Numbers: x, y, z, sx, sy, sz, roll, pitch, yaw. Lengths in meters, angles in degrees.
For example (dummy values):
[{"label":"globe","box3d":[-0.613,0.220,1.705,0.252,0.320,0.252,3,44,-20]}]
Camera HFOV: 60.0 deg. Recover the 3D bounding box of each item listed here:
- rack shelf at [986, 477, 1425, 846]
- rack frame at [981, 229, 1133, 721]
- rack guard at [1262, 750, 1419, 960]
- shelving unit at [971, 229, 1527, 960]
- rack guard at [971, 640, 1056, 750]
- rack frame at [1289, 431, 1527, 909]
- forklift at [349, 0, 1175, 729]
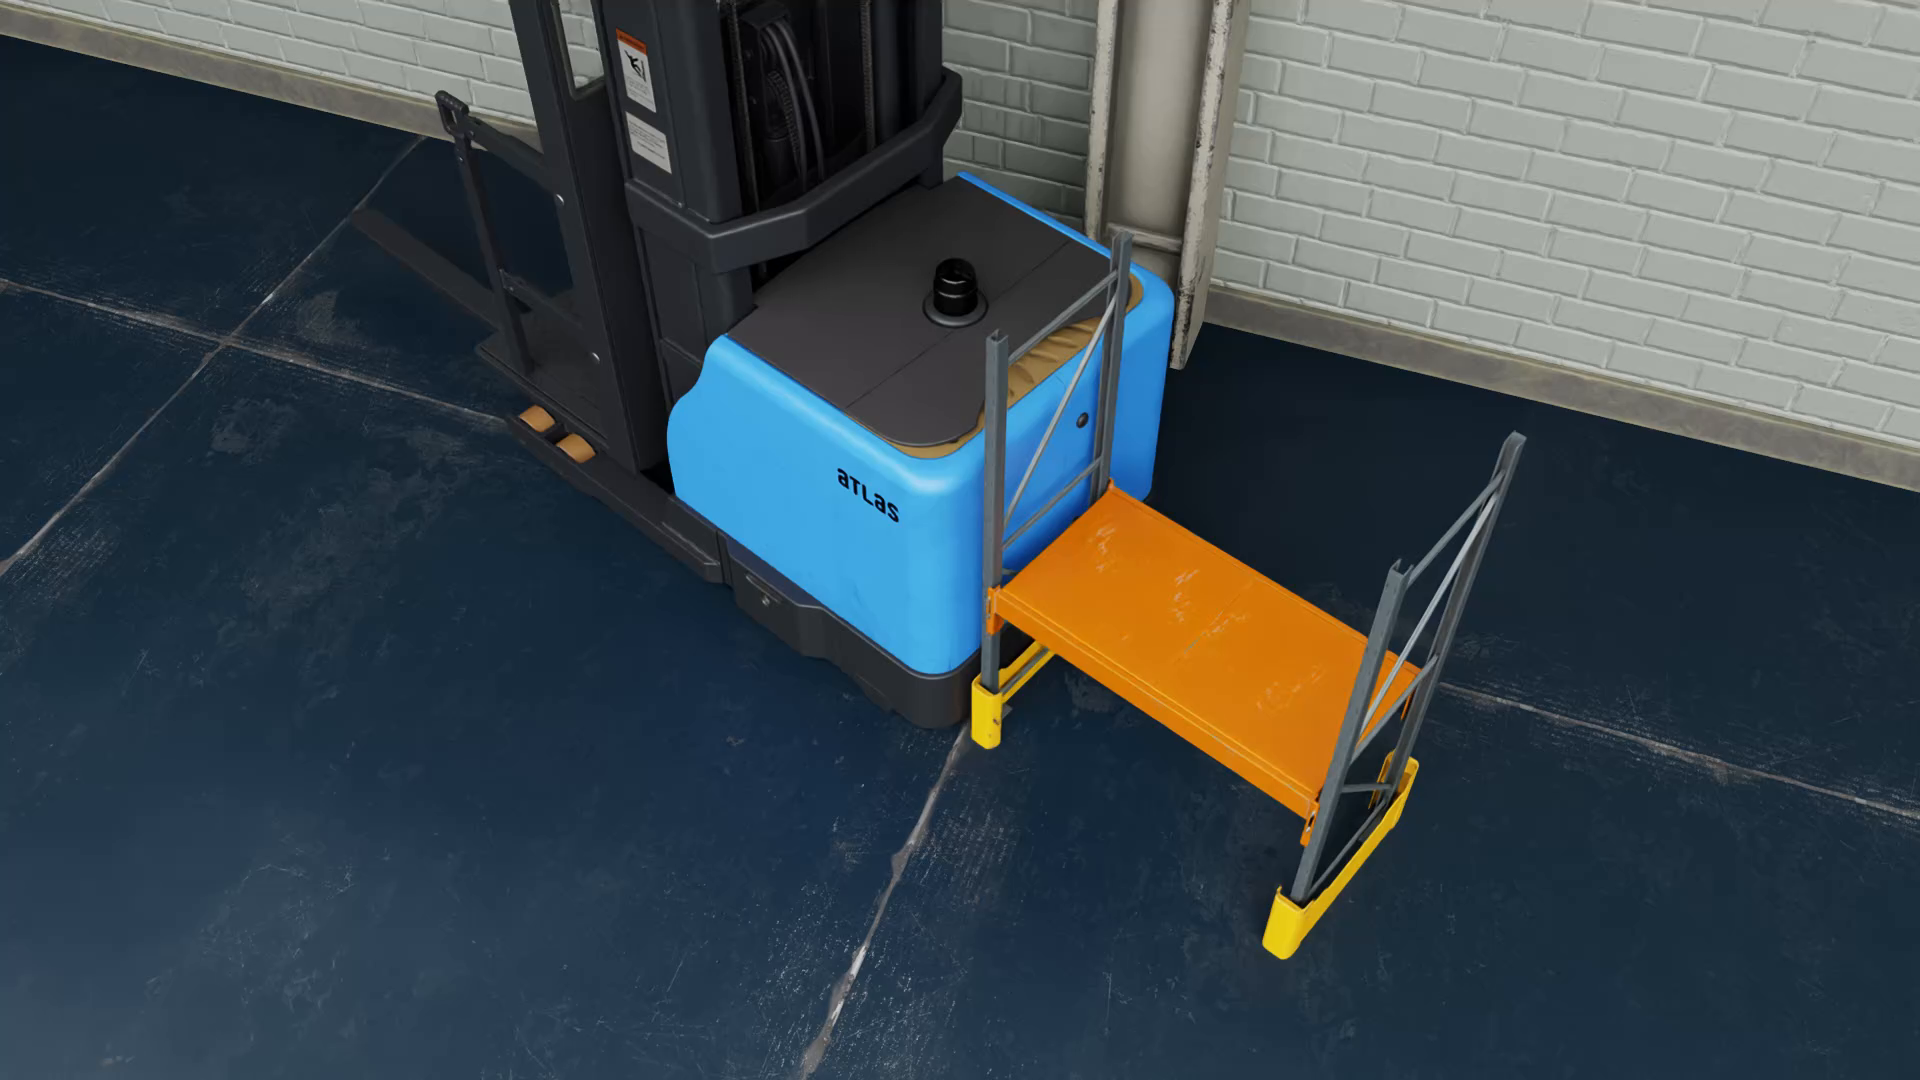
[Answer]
[{"label":"rack shelf","box3d":[0.617,0.282,4.251,1.000,0.185,0.538,33,57,25]},{"label":"rack frame","box3d":[0.231,-0.086,4.332,0.032,1.500,0.500,33,57,25]},{"label":"rack guard","box3d":[1.002,0.823,4.371,0.087,0.250,0.587,33,57,25]},{"label":"shelving unit","box3d":[0.624,0.168,4.112,1.083,1.500,0.587,33,57,25]},{"label":"rack guard","box3d":[0.246,0.333,4.796,0.087,0.250,0.587,33,57,25]},{"label":"rack frame","box3d":[1.003,0.414,3.899,0.032,1.500,0.500,33,57,25]},{"label":"forklift","box3d":[-0.844,-1.404,4.527,3.031,2.935,1.130,34,57,26]}]
